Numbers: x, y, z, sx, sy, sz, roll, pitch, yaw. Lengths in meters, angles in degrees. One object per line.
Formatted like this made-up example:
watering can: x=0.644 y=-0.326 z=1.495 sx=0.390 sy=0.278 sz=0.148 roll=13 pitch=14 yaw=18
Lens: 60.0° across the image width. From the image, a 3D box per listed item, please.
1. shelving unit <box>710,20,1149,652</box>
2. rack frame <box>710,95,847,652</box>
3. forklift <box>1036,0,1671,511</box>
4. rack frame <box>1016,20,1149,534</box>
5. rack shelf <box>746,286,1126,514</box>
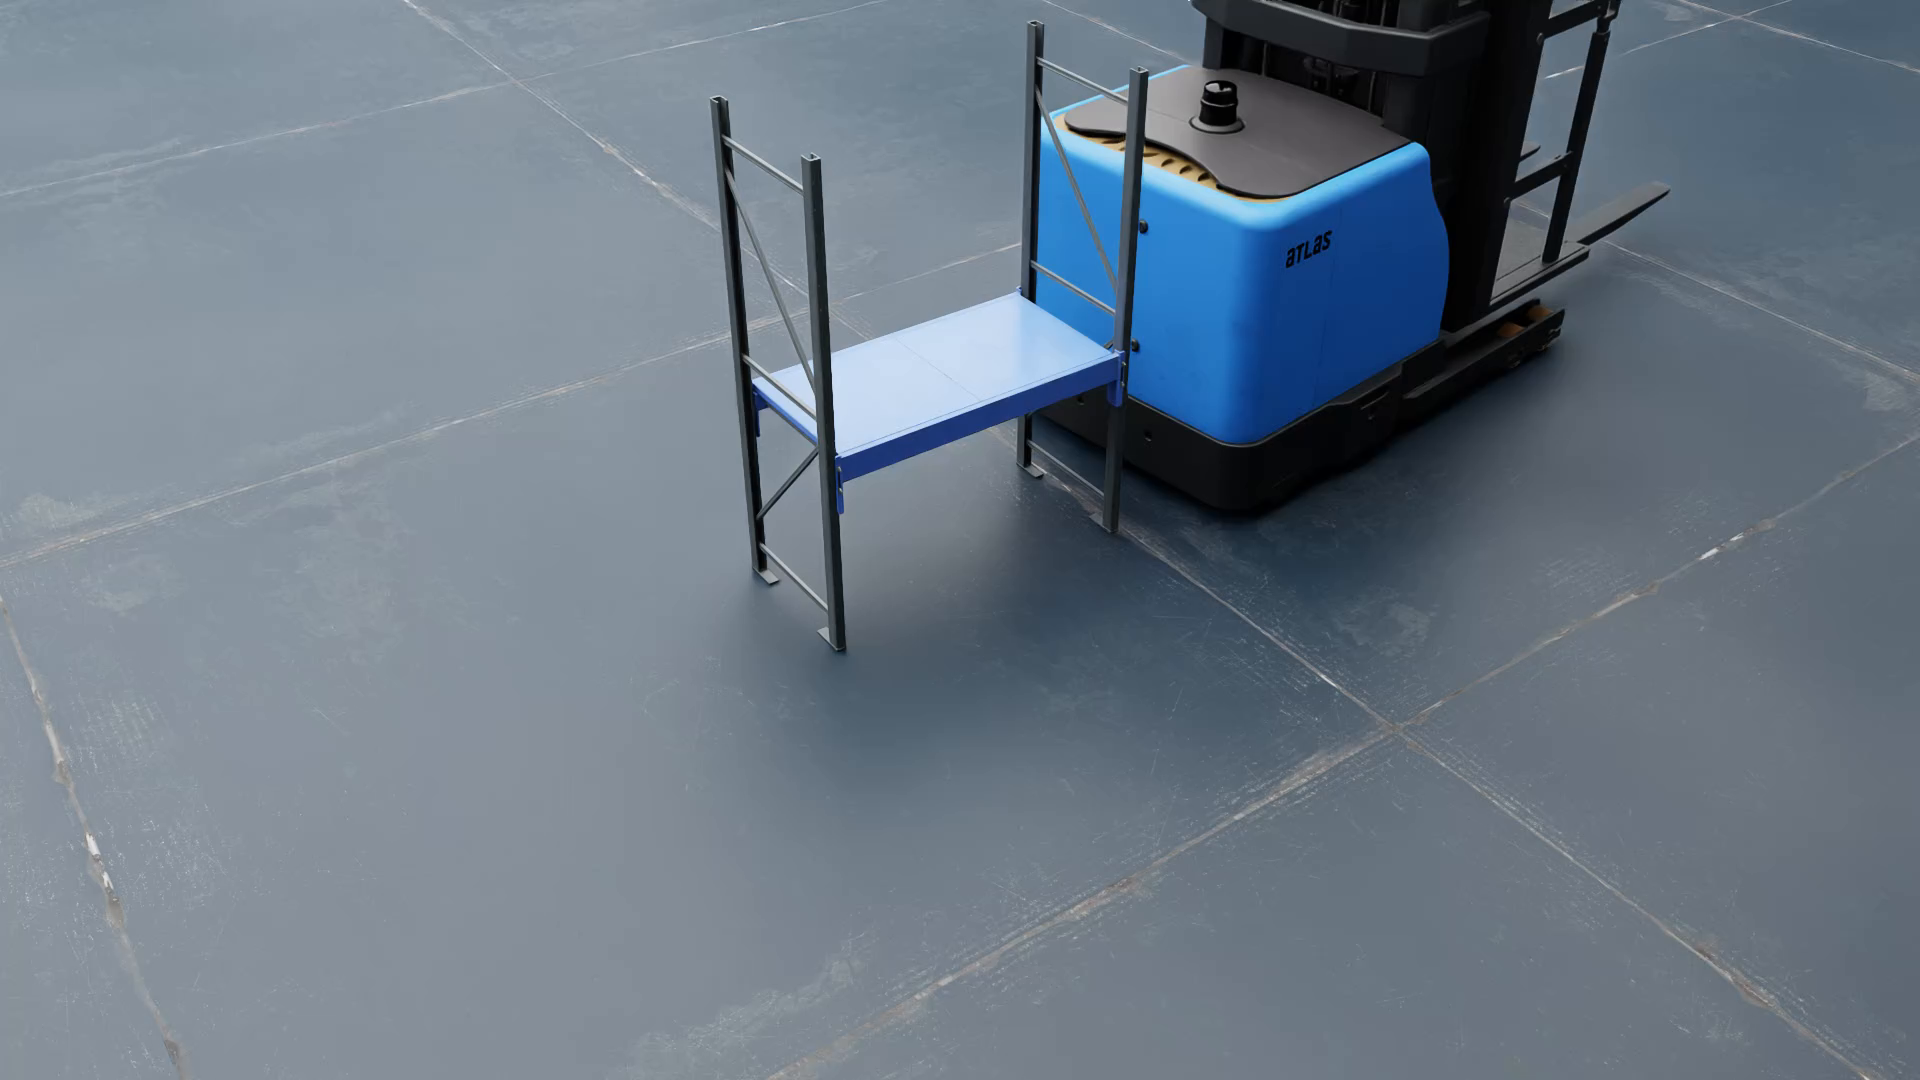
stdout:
shelving unit: x=-0.070 y=-0.580 z=4.772 sx=1.048 sy=1.500 sz=0.538 roll=-22 pitch=41 yaw=-28
rack frame: x=-0.485 y=-0.409 z=4.534 sx=0.032 sy=1.500 sz=0.500 roll=-22 pitch=41 yaw=-28
forklift: x=1.617 y=-2.022 z=5.552 sx=3.031 sy=2.935 sz=1.130 roll=-28 pitch=44 yaw=-33
rack frame: x=0.346 y=-0.751 z=5.010 sx=0.032 sy=1.500 sz=0.500 roll=-22 pitch=41 yaw=-28
rack shelf: x=-0.070 y=-0.434 z=4.877 sx=1.000 sy=0.185 sz=0.538 roll=-22 pitch=41 yaw=-28
